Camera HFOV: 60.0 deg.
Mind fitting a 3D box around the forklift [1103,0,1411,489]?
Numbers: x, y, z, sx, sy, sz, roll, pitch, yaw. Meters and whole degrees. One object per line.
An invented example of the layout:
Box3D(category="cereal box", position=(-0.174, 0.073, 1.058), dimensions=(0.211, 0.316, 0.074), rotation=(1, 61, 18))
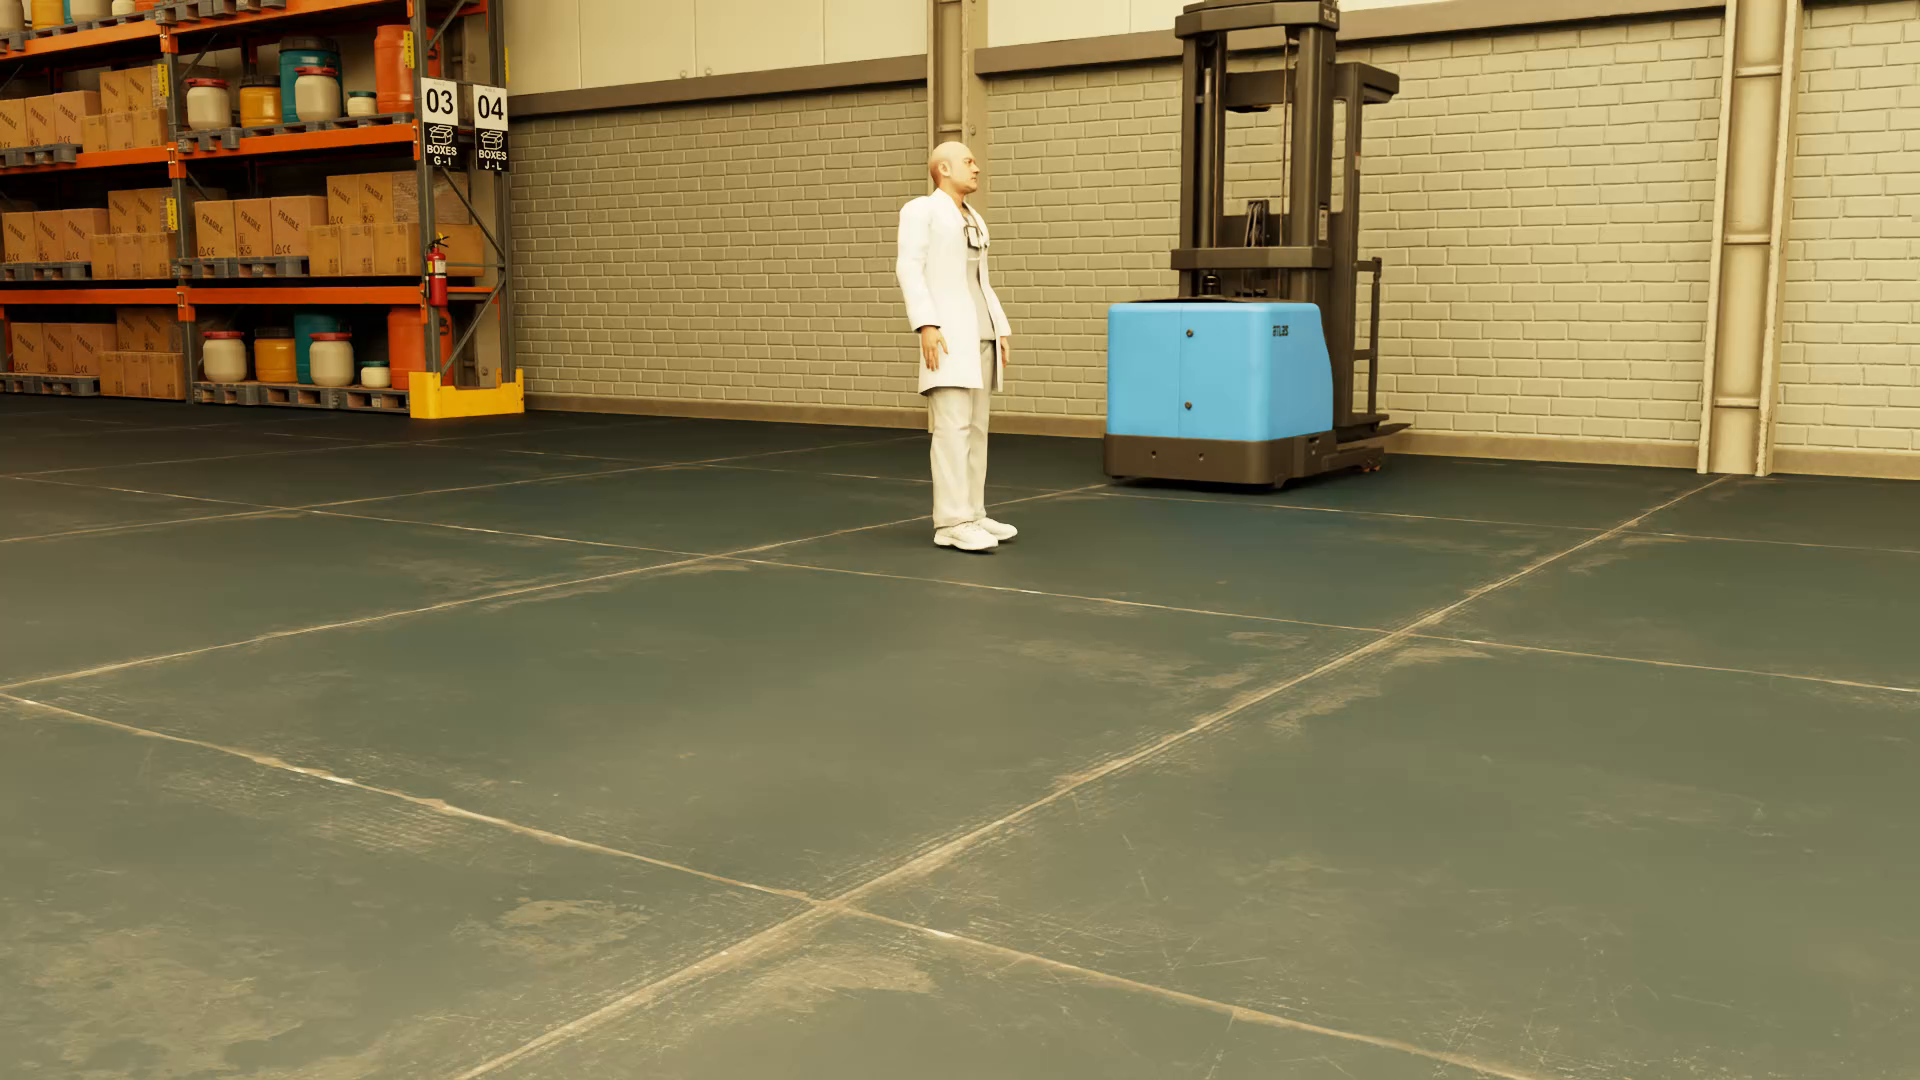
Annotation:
Box3D(category="forklift", position=(2.085, -1.903, 10.576), dimensions=(1.130, 2.935, 3.031), rotation=(5, 10, 33))

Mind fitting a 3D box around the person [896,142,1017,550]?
Box3D(category="person", position=(0.074, -0.780, 7.438), dimensions=(0.578, 1.576, 0.696), rotation=(5, 10, 34))
